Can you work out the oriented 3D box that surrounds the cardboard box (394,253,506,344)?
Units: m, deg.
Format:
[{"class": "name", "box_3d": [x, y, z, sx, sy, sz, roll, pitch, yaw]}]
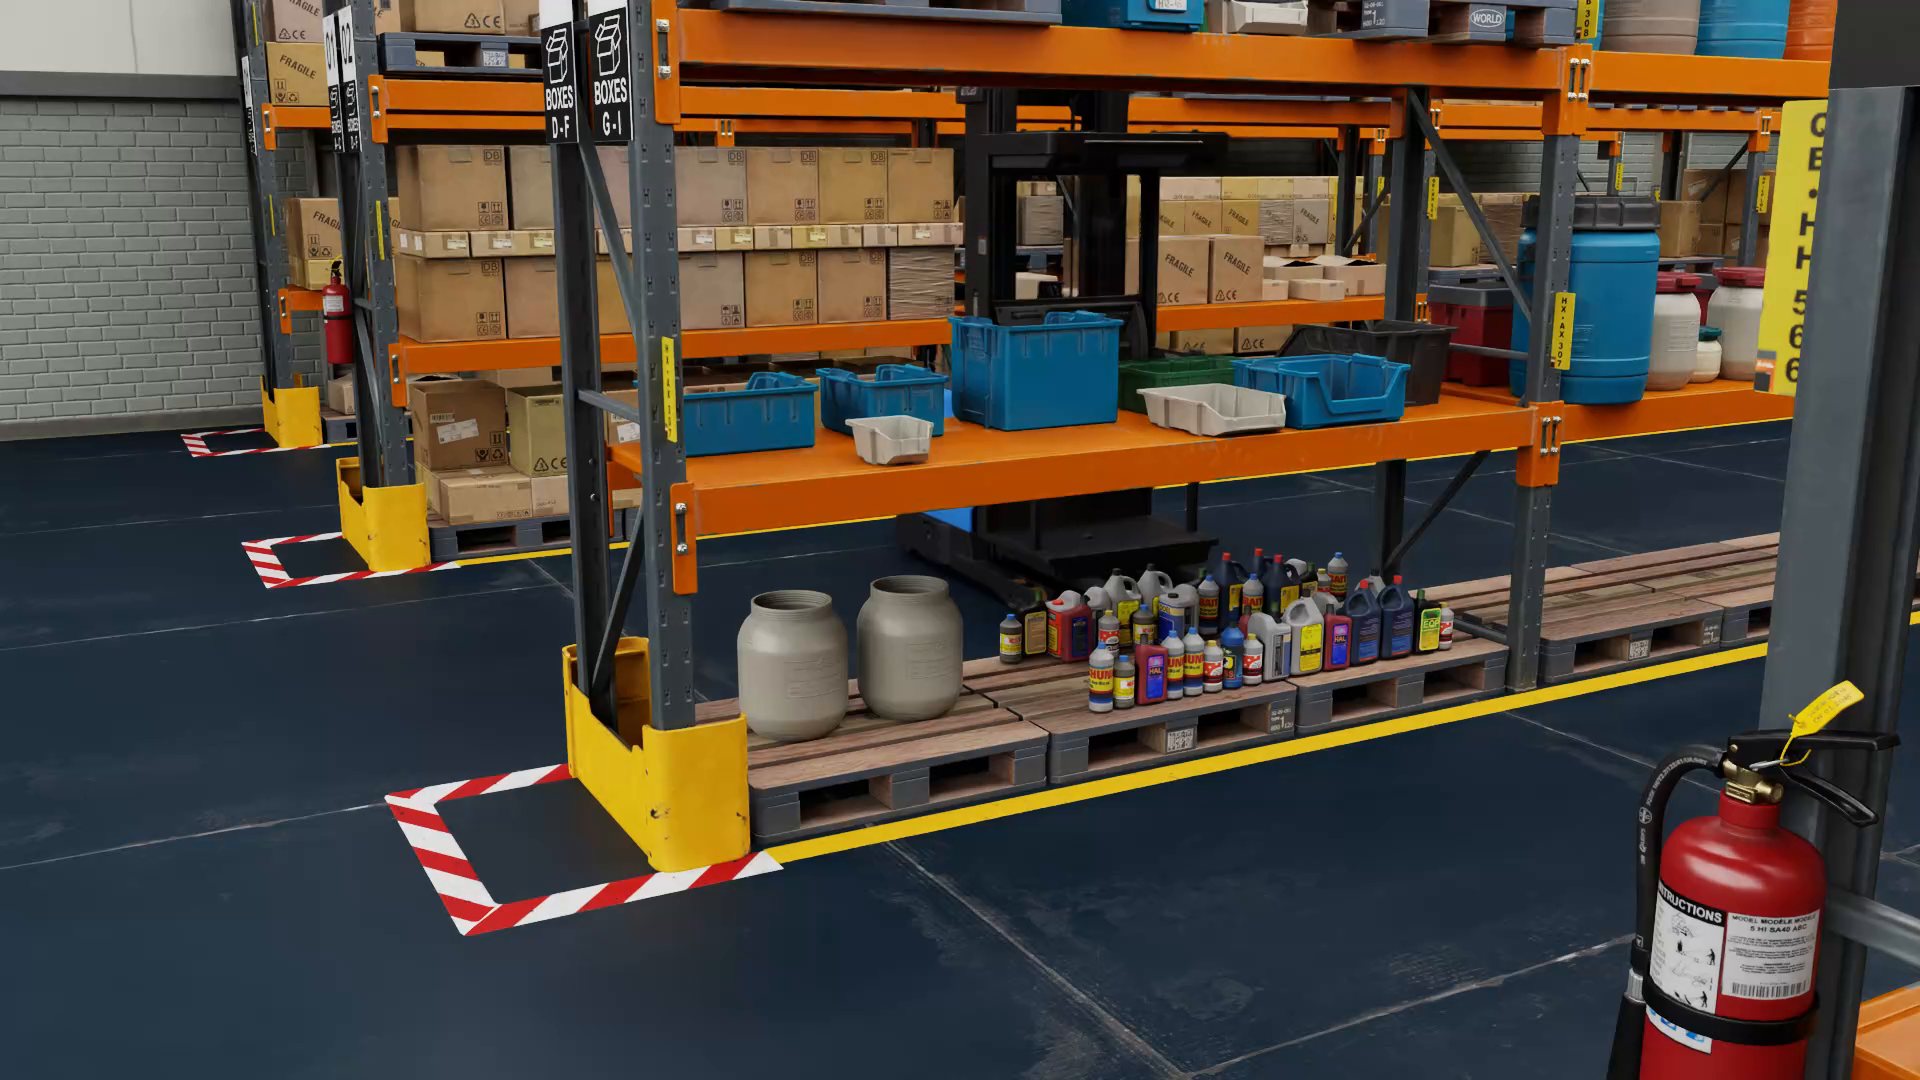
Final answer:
[{"class": "cardboard box", "box_3d": [-3.134, -1.498, 10.208, 0.500, 0.500, 0.700, -7, 14, -28]}]

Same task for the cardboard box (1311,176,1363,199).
[{"class": "cardboard box", "box_3d": [4.319, -4.091, 19.296, 0.500, 0.250, 0.500, -6, 14, -26]}]

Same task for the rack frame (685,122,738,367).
[{"class": "rack frame", "box_3d": [-2.416, -2.778, 16.122, 0.127, 3.000, 1.000, -7, 14, -28]}]

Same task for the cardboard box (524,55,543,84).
[{"class": "cardboard box", "box_3d": [-3.659, -4.083, 14.814, 0.500, 0.500, 0.500, -7, 15, -30]}]

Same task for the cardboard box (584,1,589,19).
[{"class": "cardboard box", "box_3d": [-2.178, -3.327, 10.654, 0.500, 0.311, 0.500, -5, 14, -21]}]

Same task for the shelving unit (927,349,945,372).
[{"class": "shelving unit", "box_3d": [-0.069, -0.609, 10.578, 0.189, 1.200, 0.258, -6, 14, -26]}]

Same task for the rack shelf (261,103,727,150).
[{"class": "rack shelf", "box_3d": [-4.171, -3.680, 14.936, 4.000, 0.370, 1.077, -7, 14, -28]}]

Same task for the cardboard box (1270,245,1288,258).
[{"class": "cardboard box", "box_3d": [3.536, -3.315, 19.034, 0.250, 0.149, 0.380, -7, 14, -28]}]

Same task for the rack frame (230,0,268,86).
[{"class": "rack frame", "box_3d": [-5.927, -5.284, 13.593, 0.127, 3.000, 1.000, -7, 14, -28]}]

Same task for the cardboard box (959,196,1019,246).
[{"class": "cardboard box", "box_3d": [0.210, -3.347, 17.419, 0.500, 0.500, 0.700, -8, 15, -33]}]

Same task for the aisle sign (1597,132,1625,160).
[{"class": "aisle sign", "box_3d": [8.324, -5.259, 21.222, 0.004, 0.787, 0.394, -7, 14, -28]}]

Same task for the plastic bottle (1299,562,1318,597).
[{"class": "plastic bottle", "box_3d": [1.622, 0.251, 7.849, 0.133, 0.283, 0.061, -7, 14, -28]}]

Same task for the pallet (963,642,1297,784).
[{"class": "pallet", "box_3d": [0.649, 0.683, 7.092, 1.213, 0.211, 1.003, -7, 14, -28]}]

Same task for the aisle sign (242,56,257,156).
[{"class": "aisle sign", "box_3d": [-5.846, -3.560, 13.676, 0.004, 0.787, 0.394, -7, 14, -28]}]

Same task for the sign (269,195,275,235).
[{"class": "sign", "box_3d": [-5.667, -2.675, 13.692, 0.005, 0.325, 0.100, -7, 14, -28]}]

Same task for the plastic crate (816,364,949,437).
[{"class": "plastic crate", "box_3d": [-0.311, -0.553, 6.573, 0.408, 0.251, 0.499, -7, 14, -28]}]

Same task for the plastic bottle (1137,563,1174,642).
[{"class": "plastic bottle", "box_3d": [0.885, 0.278, 7.572, 0.185, 0.351, 0.144, -7, 14, -28]}]

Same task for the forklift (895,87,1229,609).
[{"class": "forklift", "box_3d": [0.717, -1.131, 8.958, 1.130, 2.935, 3.031, -6, 14, -26]}]

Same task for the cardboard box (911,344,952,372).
[{"class": "cardboard box", "box_3d": [-0.442, -2.019, 17.439, 0.500, 0.500, 0.700, -7, 14, -28]}]

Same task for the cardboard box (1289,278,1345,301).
[{"class": "cardboard box", "box_3d": [2.815, -1.974, 13.122, 0.250, 0.149, 0.380, -7, 14, -28]}]

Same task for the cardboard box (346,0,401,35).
[{"class": "cardboard box", "box_3d": [-5.008, -4.404, 13.963, 0.500, 0.500, 0.500, -7, 14, -29]}]

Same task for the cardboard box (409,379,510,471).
[{"class": "cardboard box", "box_3d": [-3.222, -0.746, 10.690, 0.500, 0.500, 0.500, -7, 14, -28]}]

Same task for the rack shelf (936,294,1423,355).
[{"class": "rack shelf", "box_3d": [1.716, -1.683, 12.895, 4.000, 0.370, 1.077, -7, 14, -28]}]

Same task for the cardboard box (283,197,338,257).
[{"class": "cardboard box", "box_3d": [-5.615, -2.750, 14.586, 0.500, 0.500, 0.500, -7, 14, -28]}]

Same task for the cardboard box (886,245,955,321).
[{"class": "cardboard box", "box_3d": [-0.425, -1.825, 11.658, 0.500, 0.500, 0.700, -7, 15, -29]}]

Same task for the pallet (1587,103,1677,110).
[{"class": "pallet", "box_3d": [5.468, -3.872, 14.580, 1.003, 0.211, 1.213, -7, 14, -28]}]

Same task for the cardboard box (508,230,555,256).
[{"class": "cardboard box", "box_3d": [-2.652, -1.822, 10.169, 0.250, 0.149, 0.380, -7, 14, -28]}]

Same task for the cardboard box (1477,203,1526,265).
[{"class": "cardboard box", "box_3d": [4.865, -2.646, 14.349, 0.500, 0.500, 0.700, -4, 13, -17]}]

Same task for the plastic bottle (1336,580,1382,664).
[{"class": "plastic bottle", "box_3d": [1.735, 0.352, 7.243, 0.185, 0.351, 0.144, -8, 15, -31]}]

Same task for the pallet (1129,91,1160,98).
[{"class": "pallet", "box_3d": [0.729, -3.289, 11.996, 1.217, 0.209, 0.805, -8, 15, -30]}]

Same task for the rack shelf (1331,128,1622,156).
[{"class": "rack shelf", "box_3d": [6.361, -4.943, 20.546, 4.000, 0.370, 1.077, -7, 14, -28]}]

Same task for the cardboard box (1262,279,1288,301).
[{"class": "cardboard box", "box_3d": [2.380, -1.977, 13.134, 0.250, 0.149, 0.380, -6, 14, -24]}]

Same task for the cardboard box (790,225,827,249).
[{"class": "cardboard box", "box_3d": [-1.069, -2.012, 11.014, 0.250, 0.149, 0.380, -7, 14, -28]}]

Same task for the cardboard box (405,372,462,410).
[{"class": "cardboard box", "box_3d": [-4.776, -1.376, 15.011, 0.500, 0.311, 0.500, -6, 14, -23]}]

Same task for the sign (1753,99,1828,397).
[{"class": "sign", "box_3d": [0.945, -0.322, 1.850, 0.005, 0.325, 0.100, -7, 14, -28]}]

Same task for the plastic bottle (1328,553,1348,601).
[{"class": "plastic bottle", "box_3d": [1.841, 0.197, 8.116, 0.097, 0.271, 0.097, 0, 13, 0]}]

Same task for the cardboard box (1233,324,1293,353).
[{"class": "cardboard box", "box_3d": [3.319, -2.588, 19.218, 0.750, 0.750, 0.750, -6, 14, -26]}]

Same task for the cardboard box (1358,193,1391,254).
[{"class": "cardboard box", "box_3d": [5.090, -3.820, 20.068, 0.700, 0.700, 0.980, -7, 14, -27]}]

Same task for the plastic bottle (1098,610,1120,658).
[{"class": "plastic bottle", "box_3d": [0.654, 0.411, 7.322, 0.097, 0.201, 0.097, 0, 13, 0]}]

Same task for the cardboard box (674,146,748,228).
[{"class": "cardboard box", "box_3d": [-1.747, -2.299, 10.811, 0.500, 0.500, 0.700, -7, 14, -28]}]

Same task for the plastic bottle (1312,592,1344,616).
[{"class": "plastic bottle", "box_3d": [1.642, 0.363, 7.366, 0.135, 0.276, 0.152, -7, 14, -28]}]

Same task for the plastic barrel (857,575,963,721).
[{"class": "plastic barrel", "box_3d": [-0.199, 0.424, 6.603, 0.421, 0.512, 0.421, 0, 13, 0]}]

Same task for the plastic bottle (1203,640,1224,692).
[{"class": "plastic bottle", "box_3d": [1.036, 0.515, 6.861, 0.097, 0.201, 0.097, 0, 13, 0]}]

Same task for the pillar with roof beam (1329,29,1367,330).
[{"class": "pillar with roof beam", "box_3d": [6.869, -5.957, 16.584, 0.400, 9.000, 9.100, -7, 14, -28]}]

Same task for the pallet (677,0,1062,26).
[{"class": "pallet", "box_3d": [-0.407, -1.887, 5.762, 1.213, 0.211, 1.003, -7, 14, -28]}]

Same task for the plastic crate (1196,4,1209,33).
[{"class": "plastic crate", "box_3d": [0.816, -2.115, 6.827, 0.450, 0.188, 0.336, -7, 14, -28]}]

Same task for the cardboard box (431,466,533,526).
[{"class": "cardboard box", "box_3d": [-2.973, -0.280, 10.327, 0.500, 0.250, 0.500, -7, 14, -28]}]

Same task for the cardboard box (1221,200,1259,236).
[{"class": "cardboard box", "box_3d": [2.998, -3.566, 18.671, 0.500, 0.500, 0.500, -6, 14, -26]}]

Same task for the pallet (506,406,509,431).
[{"class": "pallet", "box_3d": [-4.061, -1.211, 15.509, 1.213, 0.211, 1.003, -7, 14, -28]}]

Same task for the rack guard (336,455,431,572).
[{"class": "rack guard", "box_3d": [-3.571, -0.181, 10.275, 0.348, 0.500, 1.175, -7, 14, -28]}]

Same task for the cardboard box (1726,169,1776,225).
[{"class": "cardboard box", "box_3d": [7.531, -3.197, 15.480, 0.500, 0.500, 0.500, -6, 14, -26]}]

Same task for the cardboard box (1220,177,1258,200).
[{"class": "cardboard box", "box_3d": [2.971, -3.931, 18.588, 0.500, 0.250, 0.500, -7, 15, -29]}]
